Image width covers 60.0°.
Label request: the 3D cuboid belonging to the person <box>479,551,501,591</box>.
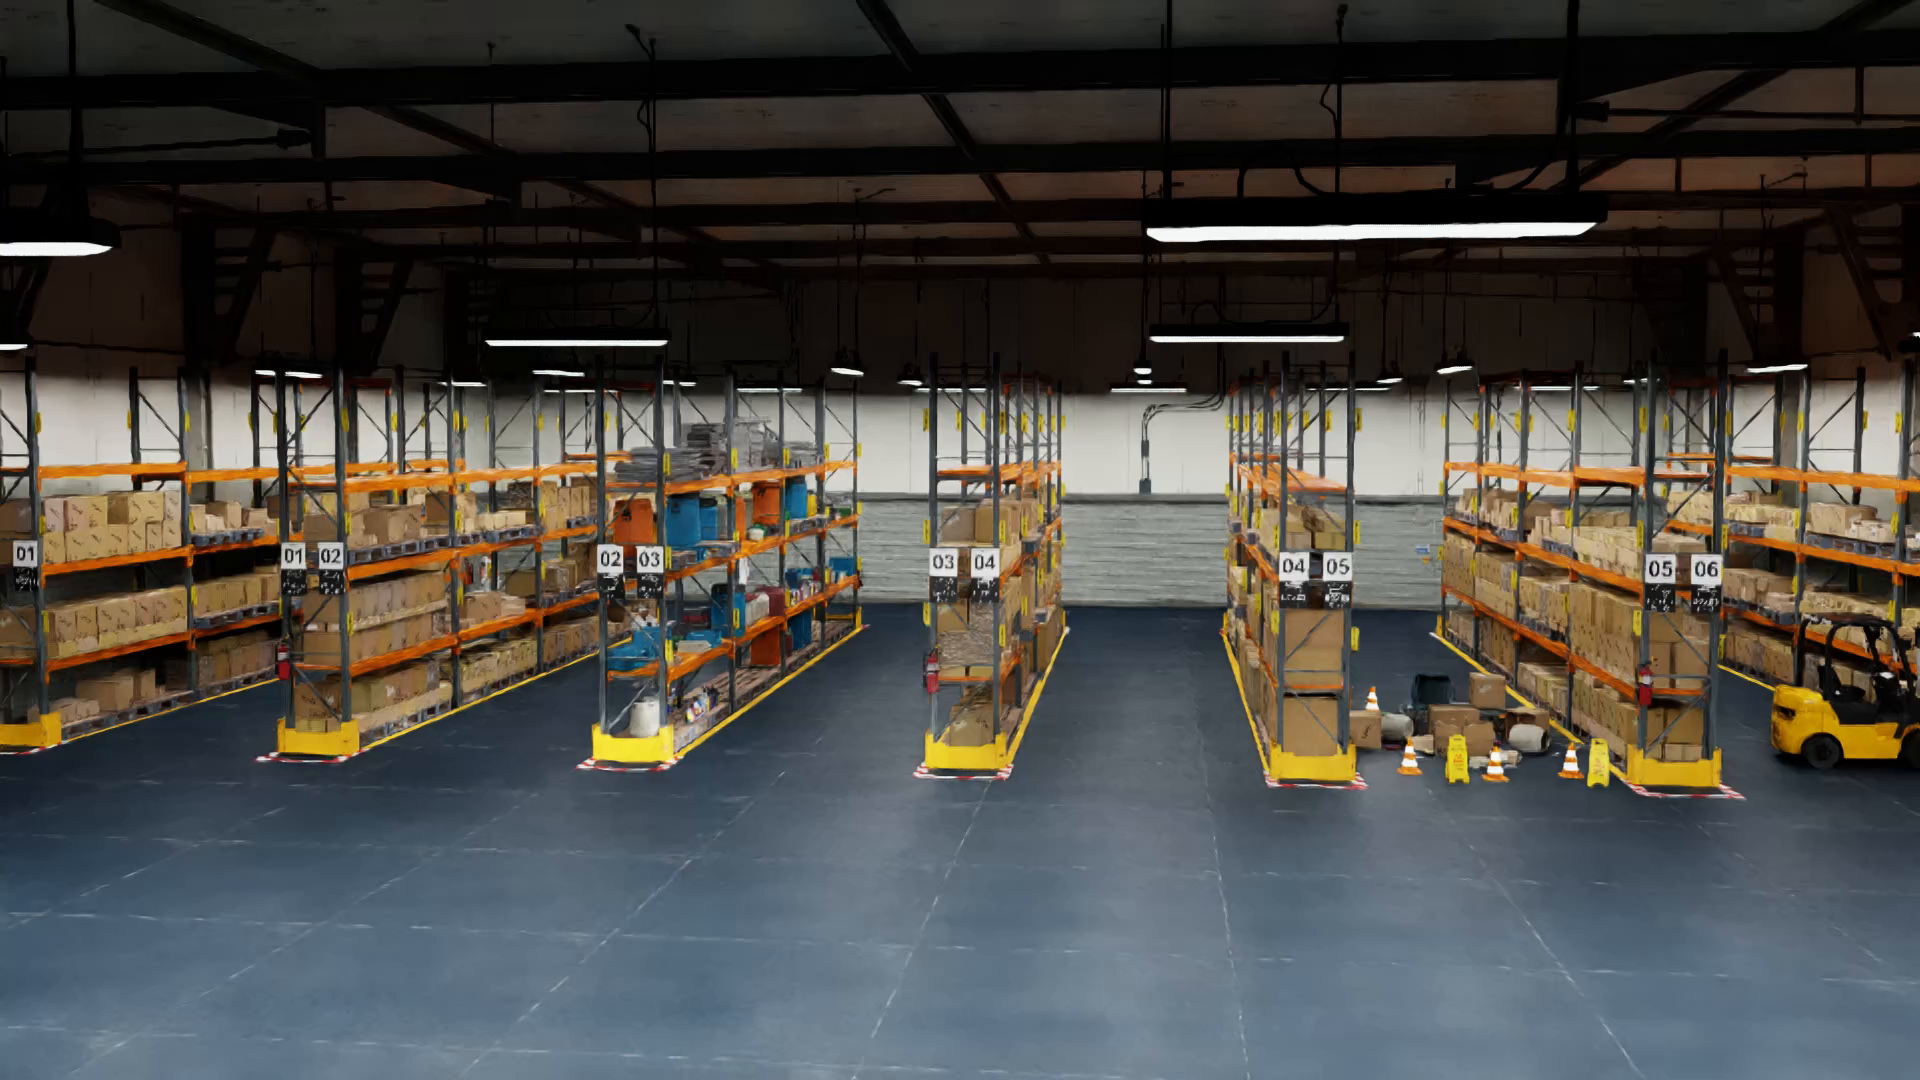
[{"bbox_3d":[-12.291,1.012,43.639,0.533,1.784,0.711,4,6,45],"label":"person"}]

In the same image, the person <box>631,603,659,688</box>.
[{"bbox_3d":[-5.916,1.985,31.315,0.592,1.623,0.531,0,4,5],"label":"person"}]

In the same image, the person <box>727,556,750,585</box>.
[{"bbox_3d":[-6.002,0.967,44.809,0.598,1.698,1.194,1,4,9],"label":"person"}]
